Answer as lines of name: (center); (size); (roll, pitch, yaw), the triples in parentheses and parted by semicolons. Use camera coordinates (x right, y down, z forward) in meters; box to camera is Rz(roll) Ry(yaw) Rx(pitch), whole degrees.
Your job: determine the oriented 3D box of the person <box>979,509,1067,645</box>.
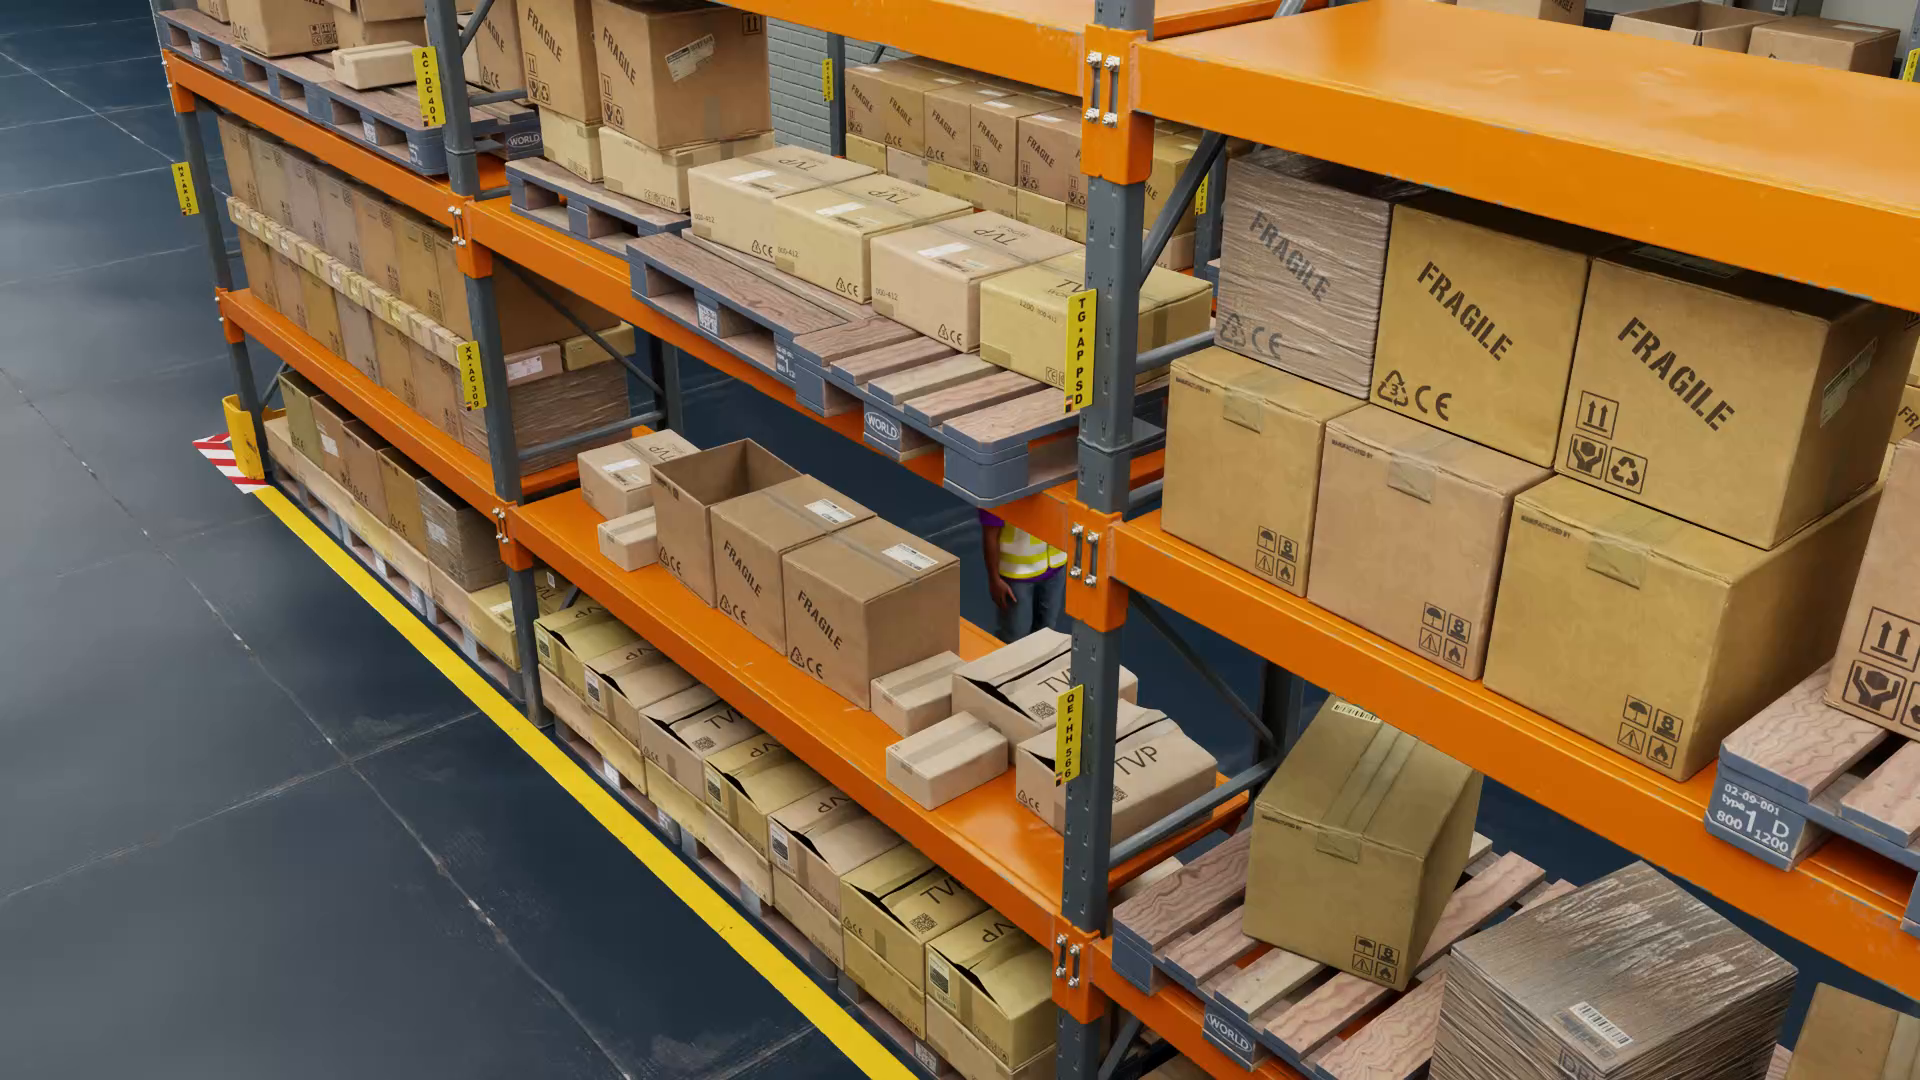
person: (0.356, 0.142, 8.371); (0.566, 1.807, 0.357); (-21, 34, -33)
